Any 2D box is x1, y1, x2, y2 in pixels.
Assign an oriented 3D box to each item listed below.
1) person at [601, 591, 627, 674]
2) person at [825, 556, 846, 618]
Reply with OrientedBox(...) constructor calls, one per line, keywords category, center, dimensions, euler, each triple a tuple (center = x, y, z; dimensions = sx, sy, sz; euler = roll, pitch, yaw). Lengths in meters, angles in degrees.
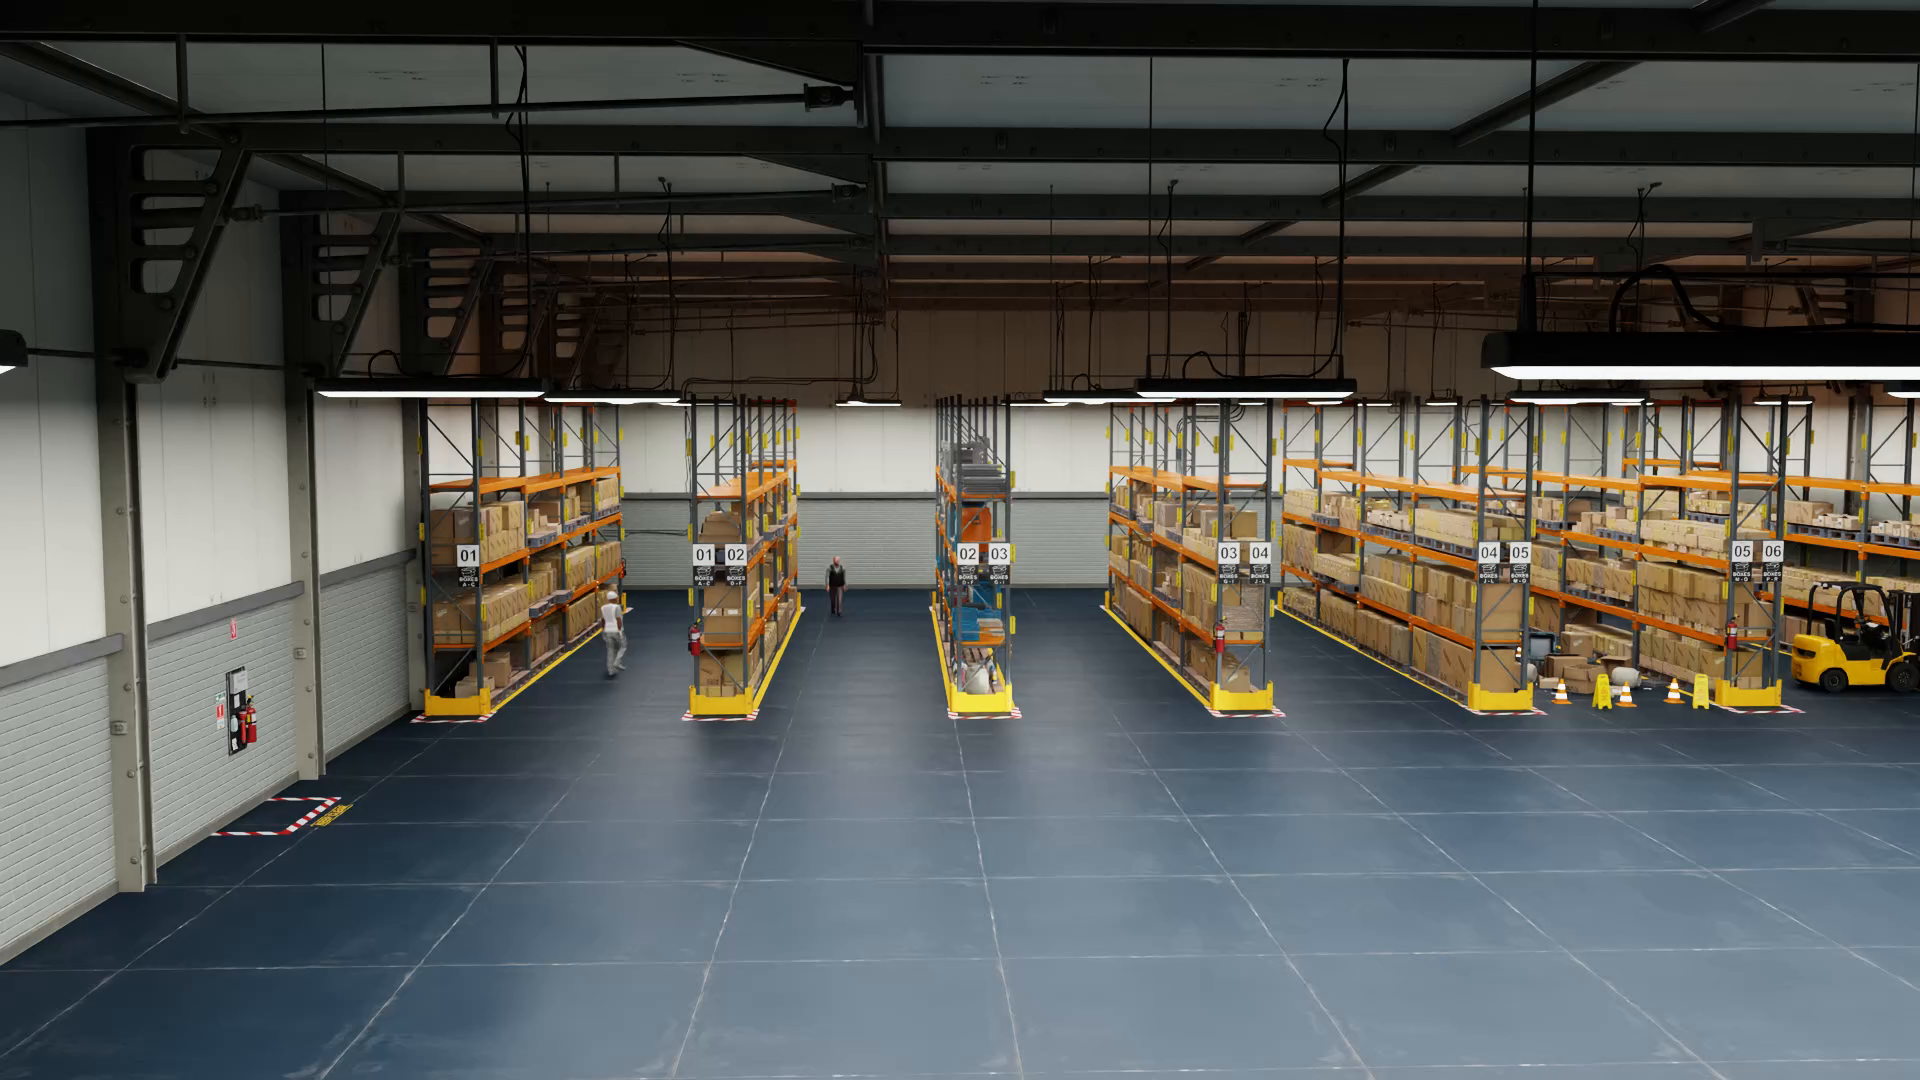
OrientedBox(category="person", center=(-7.504, 1.999, 35.945), dimensions=(0.586, 1.773, 0.489), euler=(1, 5, 11))
OrientedBox(category="person", center=(-3.425, 1.279, 45.823), dimensions=(0.562, 1.669, 1.084), euler=(0, 5, -6))
